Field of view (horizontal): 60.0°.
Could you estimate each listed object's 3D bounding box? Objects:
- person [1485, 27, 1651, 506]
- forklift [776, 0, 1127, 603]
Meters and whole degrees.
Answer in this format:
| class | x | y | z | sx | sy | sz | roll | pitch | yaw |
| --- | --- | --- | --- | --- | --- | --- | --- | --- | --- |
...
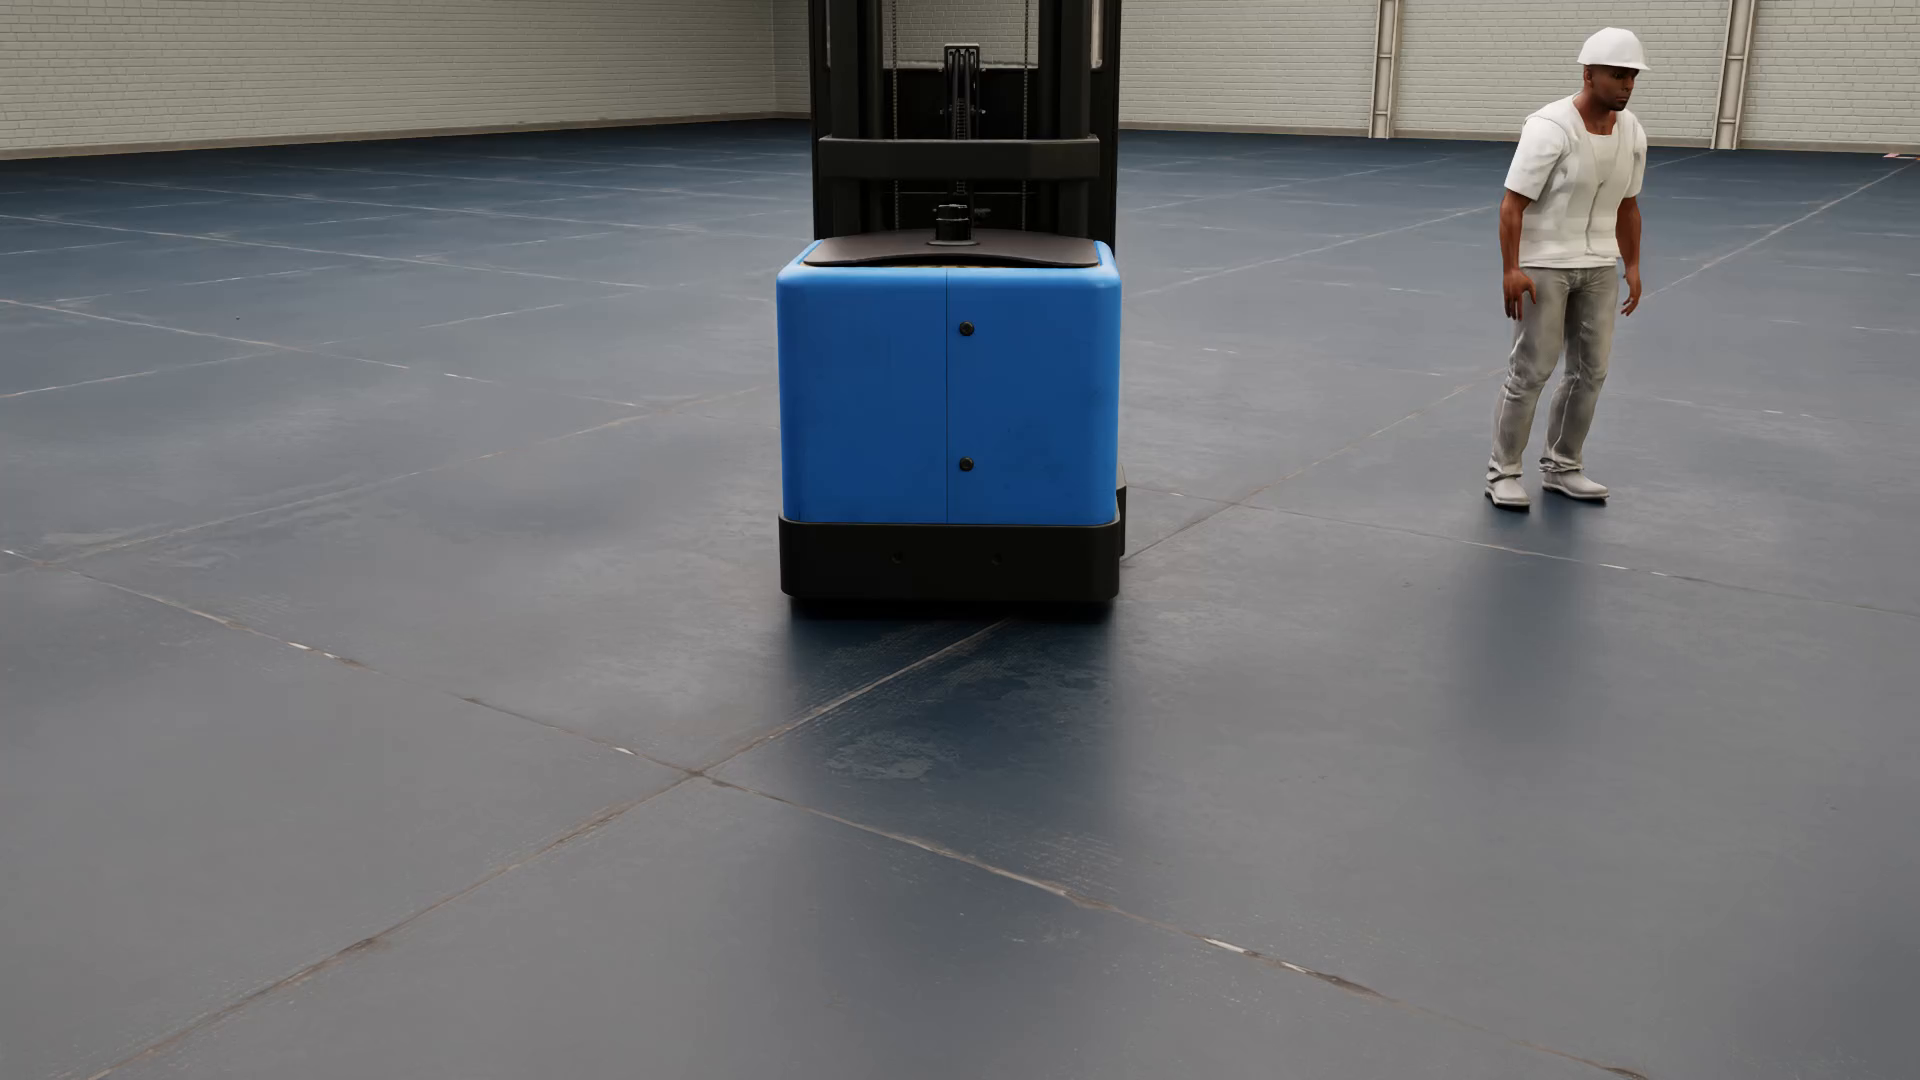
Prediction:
| class | x | y | z | sx | sy | sz | roll | pitch | yaw |
| --- | --- | --- | --- | --- | --- | --- | --- | --- | --- |
| person | 2.312 | -1.015 | 6.279 | 0.635 | 1.760 | 0.458 | -6 | 18 | -19 |
| forklift | 0.028 | -1.583 | 6.127 | 1.130 | 2.935 | 3.031 | 1 | 17 | 2 |
